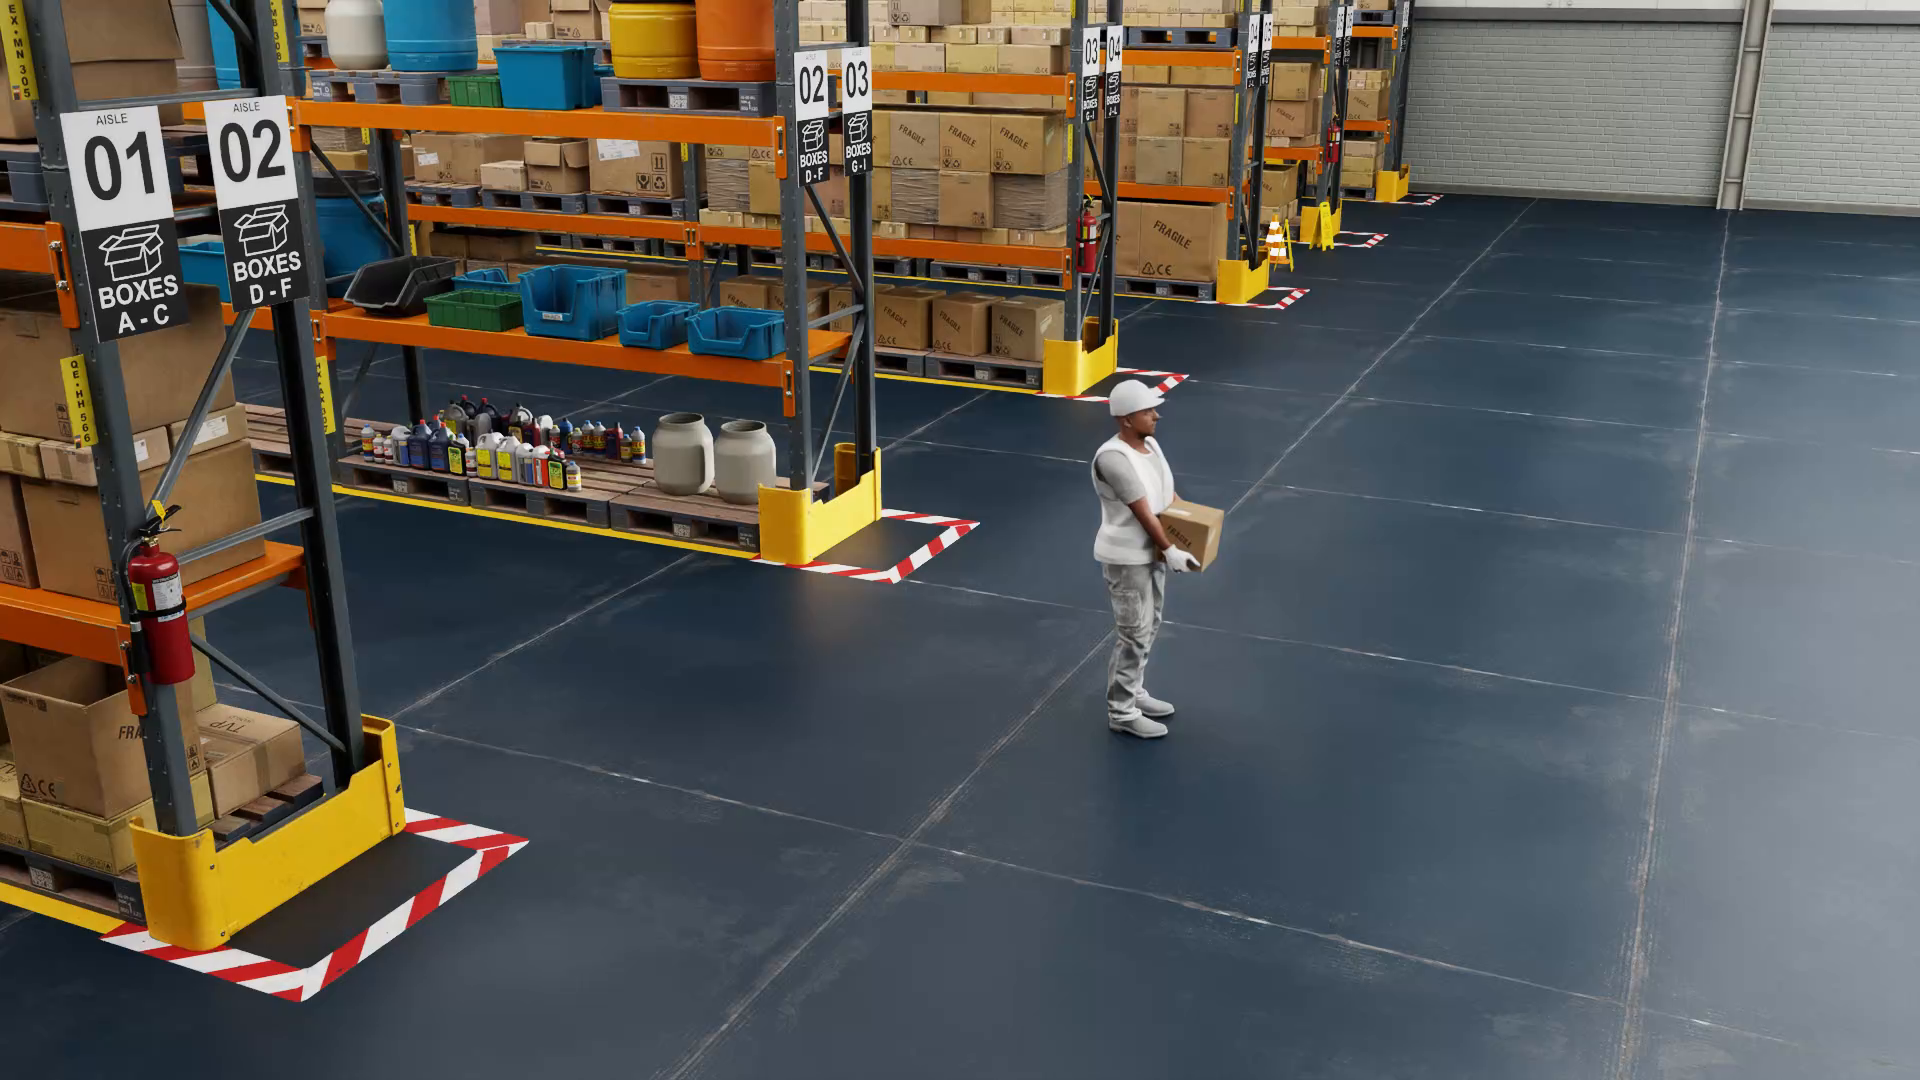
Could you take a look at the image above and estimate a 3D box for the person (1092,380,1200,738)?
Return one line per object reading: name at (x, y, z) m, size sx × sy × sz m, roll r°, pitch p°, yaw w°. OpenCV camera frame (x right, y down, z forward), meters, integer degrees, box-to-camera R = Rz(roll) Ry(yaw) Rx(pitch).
person at (0.961, 0.094, 8.261) m, size 0.569 × 1.779 × 0.488 m, roll 9°, pitch 21°, yaw 24°
